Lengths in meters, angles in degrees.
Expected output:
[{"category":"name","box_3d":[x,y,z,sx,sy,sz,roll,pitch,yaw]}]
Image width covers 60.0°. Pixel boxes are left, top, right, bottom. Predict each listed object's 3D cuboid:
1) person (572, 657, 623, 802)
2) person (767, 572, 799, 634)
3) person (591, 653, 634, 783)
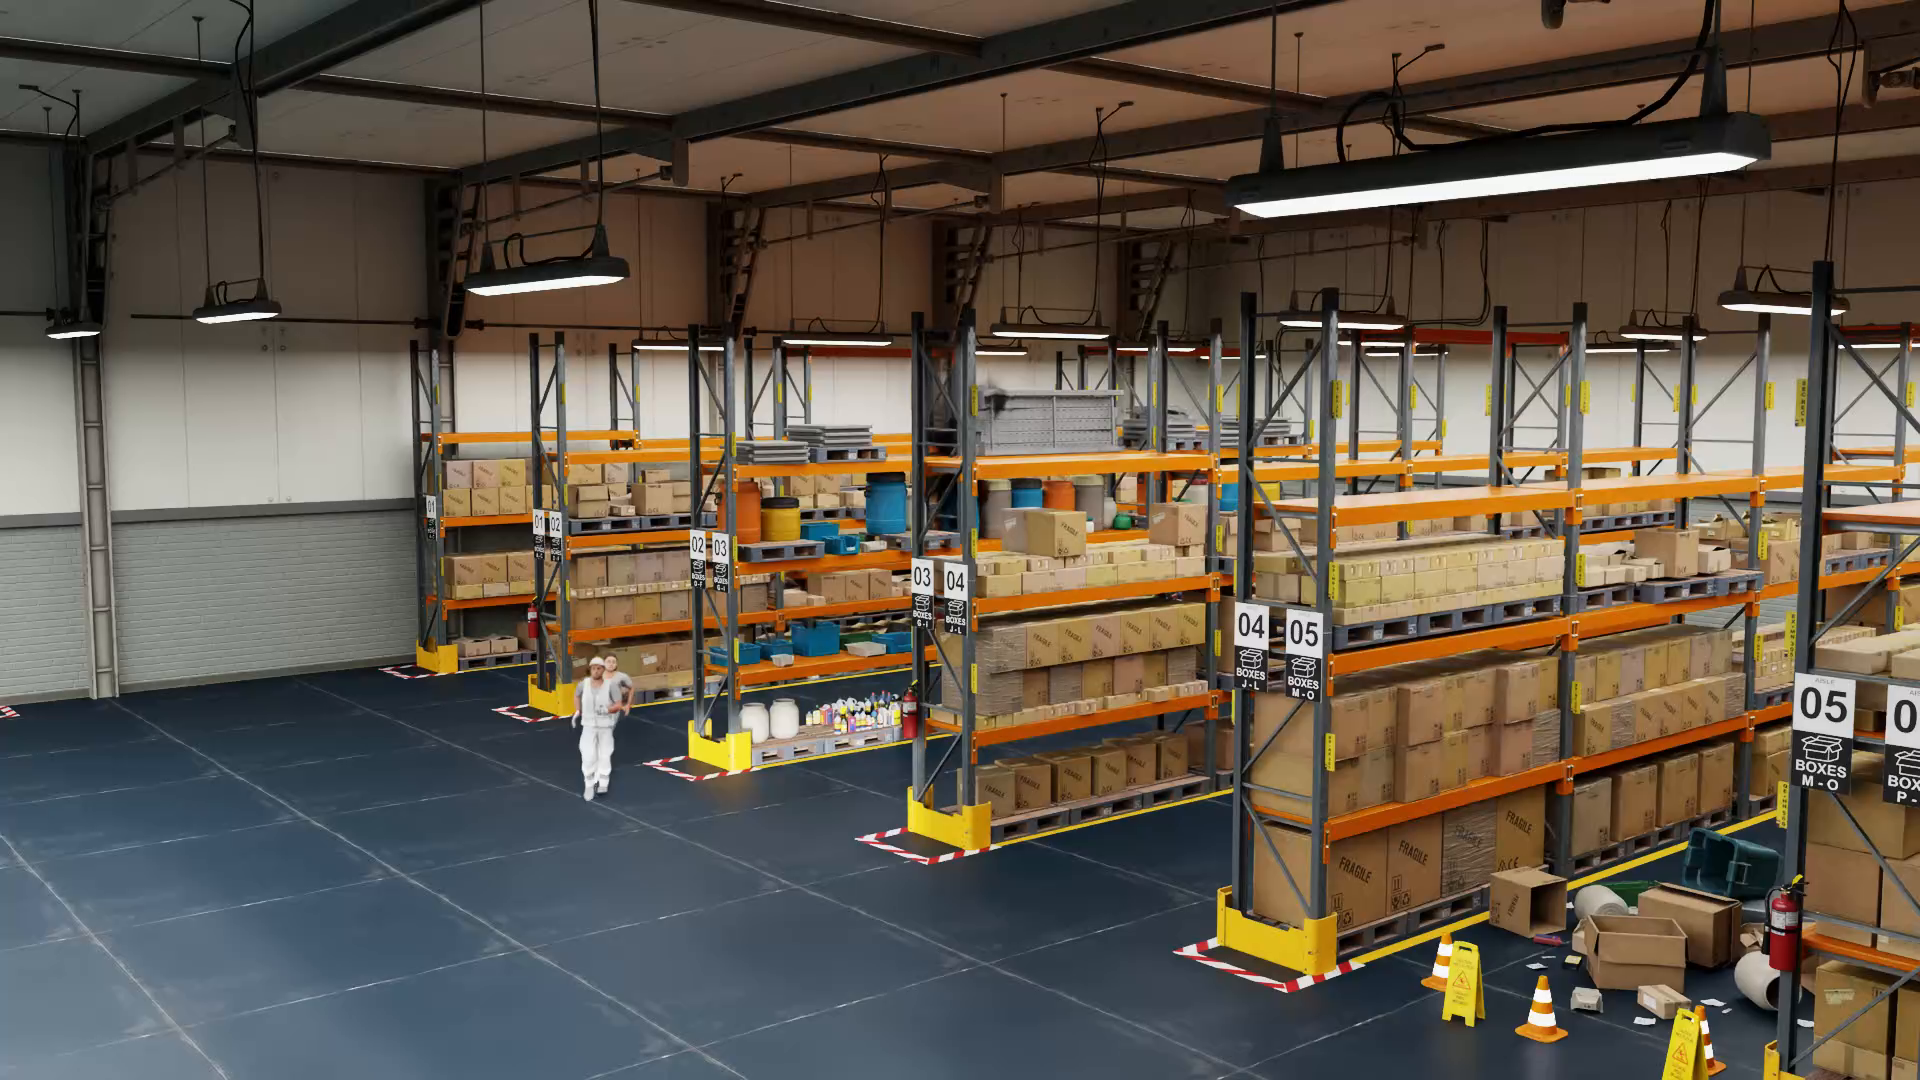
[{"category":"person","box_3d":[-4.527,2.355,20.759,0.636,1.794,0.713,-1,5,-7]},{"category":"person","box_3d":[-3.420,1.353,31.459,0.678,1.829,0.923,5,7,43]},{"category":"person","box_3d":[-4.653,2.318,21.970,0.647,1.687,0.728,0,5,2]}]
